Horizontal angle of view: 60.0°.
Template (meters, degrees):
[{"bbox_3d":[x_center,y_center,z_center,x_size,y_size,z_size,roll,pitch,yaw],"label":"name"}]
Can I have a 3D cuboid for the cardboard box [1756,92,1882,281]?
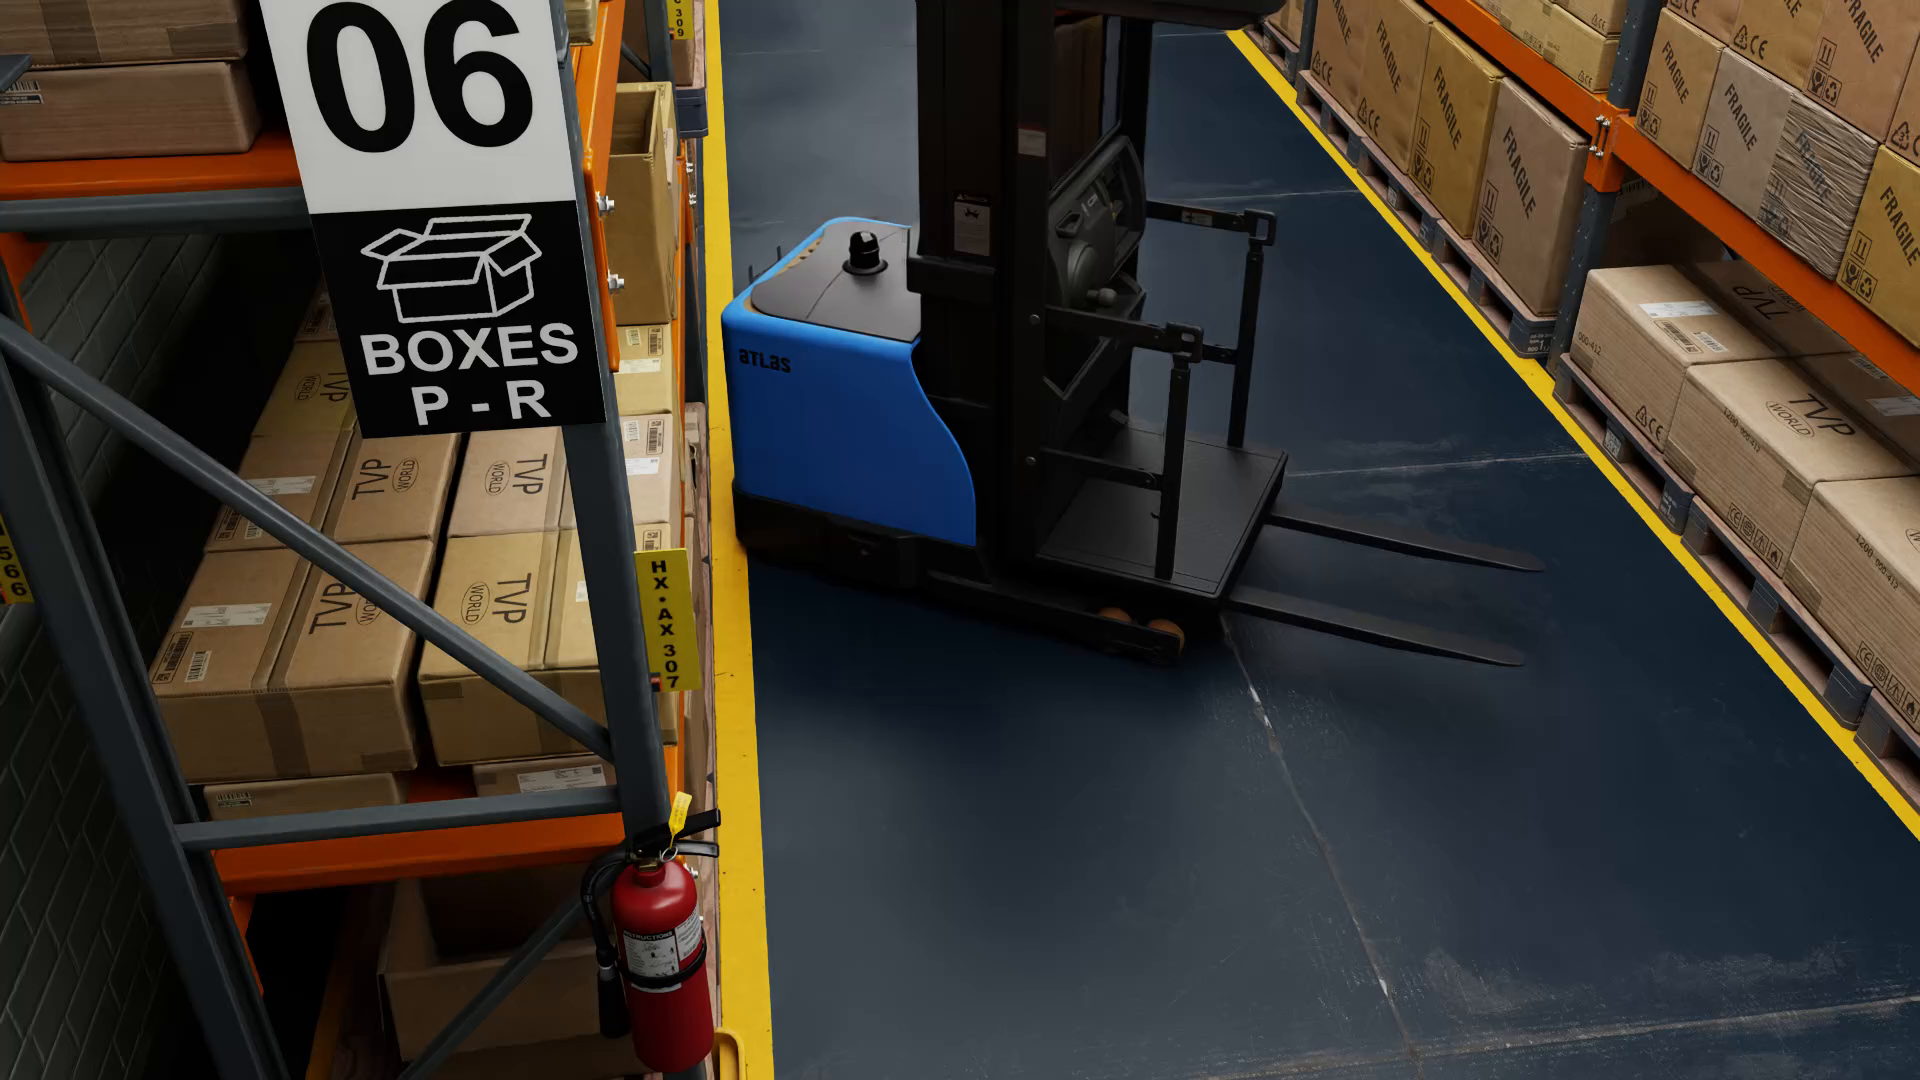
[{"bbox_3d":[3.226,-1.258,5.844,0.500,0.500,0.500,-4,34,-6],"label":"cardboard box"}]

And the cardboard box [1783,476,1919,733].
[{"bbox_3d":[3.516,0.189,5.711,0.875,0.438,0.875,-3,34,-5],"label":"cardboard box"}]

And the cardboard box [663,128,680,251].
[{"bbox_3d":[-1.228,-1.196,5.711,0.500,0.250,0.500,-4,35,-6],"label":"cardboard box"}]

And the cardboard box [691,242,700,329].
[{"bbox_3d":[-1.462,-1.107,7.558,0.500,0.500,0.500,-3,34,-4],"label":"cardboard box"}]

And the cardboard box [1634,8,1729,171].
[{"bbox_3d":[3.101,-1.817,6.664,0.500,0.500,0.500,-3,34,-5],"label":"cardboard box"}]

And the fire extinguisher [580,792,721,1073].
[{"bbox_3d":[-0.605,0.786,3.333,0.296,0.674,0.183,-4,35,-6],"label":"fire extinguisher"}]

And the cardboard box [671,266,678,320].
[{"bbox_3d":[-1.141,-0.841,5.544,0.380,0.149,0.250,-5,35,-7],"label":"cardboard box"}]

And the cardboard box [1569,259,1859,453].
[{"bbox_3d":[3.276,-0.814,7.183,0.875,0.438,0.875,-5,35,-7],"label":"cardboard box"}]

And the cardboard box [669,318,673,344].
[{"bbox_3d":[-1.106,-0.630,4.880,0.500,0.250,0.500,-5,35,-8],"label":"cardboard box"}]

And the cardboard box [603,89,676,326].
[{"bbox_3d":[-1.078,-0.929,4.653,0.500,0.500,0.500,-4,34,-5],"label":"cardboard box"}]

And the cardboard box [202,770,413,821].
[{"bbox_3d":[-1.393,0.492,3.588,0.380,0.149,0.250,-5,35,-7],"label":"cardboard box"}]

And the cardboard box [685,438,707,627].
[{"bbox_3d":[-1.287,0.004,5.927,0.700,0.500,0.500,-6,35,-8],"label":"cardboard box"}]

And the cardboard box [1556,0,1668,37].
[{"bbox_3d":[2.998,-2.430,7.341,0.500,0.250,0.500,-4,35,-6],"label":"cardboard box"}]

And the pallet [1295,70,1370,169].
[{"bbox_3d":[2.791,-2.692,10.512,1.003,0.211,1.213,-4,35,-6],"label":"pallet"}]

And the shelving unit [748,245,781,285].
[{"bbox_3d":[-0.717,-0.778,7.092,0.210,0.900,0.258,16,37,22],"label":"shelving unit"}]

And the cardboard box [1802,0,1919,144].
[{"bbox_3d":[3.241,-1.659,5.544,0.500,0.500,0.500,-4,34,-5],"label":"cardboard box"}]

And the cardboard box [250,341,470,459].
[{"bbox_3d":[-1.537,-0.310,4.410,0.500,0.250,0.500,-3,34,-5],"label":"cardboard box"}]

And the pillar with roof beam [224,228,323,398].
[{"bbox_3d":[1.846,-4.028,4.670,9.100,9.000,0.400,-4,35,-6],"label":"pillar with roof beam"}]

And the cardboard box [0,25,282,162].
[{"bbox_3d":[-1.355,-0.744,2.738,0.380,0.149,0.250,-3,34,-5],"label":"cardboard box"}]

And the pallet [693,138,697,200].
[{"bbox_3d":[-2.095,-2.340,9.996,1.003,0.211,1.213,-4,35,-6],"label":"pallet"}]

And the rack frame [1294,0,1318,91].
[{"bbox_3d":[2.760,-4.290,10.381,1.000,3.000,0.127,-4,35,-6],"label":"rack frame"}]

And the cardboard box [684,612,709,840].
[{"bbox_3d":[-1.147,0.583,5.077,0.700,0.500,0.500,-3,34,-4],"label":"cardboard box"}]

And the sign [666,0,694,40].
[{"bbox_3d":[-1.084,-2.083,6.374,0.100,0.325,0.005,-4,35,-6],"label":"sign"}]

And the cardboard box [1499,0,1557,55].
[{"bbox_3d":[2.920,-2.511,7.904,0.500,0.250,0.500,-5,35,-7],"label":"cardboard box"}]

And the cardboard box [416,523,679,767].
[{"bbox_3d":[-0.876,0.218,3.636,0.500,0.250,0.500,-4,34,-6],"label":"cardboard box"}]

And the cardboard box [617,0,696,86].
[{"bbox_3d":[-1.464,-2.181,6.826,0.700,0.500,0.500,-4,34,-5],"label":"cardboard box"}]

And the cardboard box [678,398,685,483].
[{"bbox_3d":[-0.979,-0.271,4.707,0.380,0.149,0.250,-5,35,-8],"label":"cardboard box"}]

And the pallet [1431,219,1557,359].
[{"bbox_3d":[3.119,-1.330,8.514,1.003,0.211,1.213,-4,35,-6],"label":"pallet"}]

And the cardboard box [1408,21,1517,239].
[{"bbox_3d":[3.006,-2.197,8.823,0.875,0.875,0.875,-3,34,-5],"label":"cardboard box"}]

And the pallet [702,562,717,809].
[{"bbox_3d":[-1.362,0.538,5.773,1.003,0.211,1.213,-4,35,-6],"label":"pallet"}]

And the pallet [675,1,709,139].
[{"bbox_3d":[-1.620,-2.054,7.272,1.003,0.211,1.213,-4,35,-6],"label":"pallet"}]

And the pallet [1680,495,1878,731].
[{"bbox_3d":[3.490,0.207,6.259,1.003,0.211,1.213,-4,35,-6],"label":"pallet"}]

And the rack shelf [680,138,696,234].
[{"bbox_3d":[-1.889,-2.498,8.391,1.077,0.370,4.000,-4,35,-6],"label":"rack shelf"}]

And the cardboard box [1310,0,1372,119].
[{"bbox_3d":[2.770,-3.194,10.286,0.875,0.875,0.875,-5,35,-7],"label":"cardboard box"}]

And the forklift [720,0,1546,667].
[{"bbox_3d":[0.669,-1.095,5.755,3.031,2.935,1.130,13,36,19],"label":"forklift"}]

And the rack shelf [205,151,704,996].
[{"bbox_3d":[-1.351,-0.266,5.116,1.077,0.370,4.000,-4,35,-6],"label":"rack shelf"}]

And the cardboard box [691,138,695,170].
[{"bbox_3d":[-1.758,-2.261,9.251,0.500,0.500,0.500,-3,34,-4],"label":"cardboard box"}]

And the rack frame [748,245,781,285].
[{"bbox_3d":[-0.808,-0.803,7.130,0.006,0.900,0.240,16,37,22],"label":"rack frame"}]

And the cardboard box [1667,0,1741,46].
[{"bbox_3d":[3.122,-2.228,6.379,0.500,0.500,0.500,-4,34,-6],"label":"cardboard box"}]

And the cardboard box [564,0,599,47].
[{"bbox_3d":[-0.871,-1.016,2.783,0.500,0.250,0.500,-5,35,-7],"label":"cardboard box"}]

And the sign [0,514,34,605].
[{"bbox_3d":[-1.635,-0.026,2.815,0.100,0.325,0.005,-4,35,-6],"label":"sign"}]

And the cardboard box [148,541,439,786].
[{"bbox_3d":[-1.407,0.255,3.581,0.500,0.250,0.500,-3,34,-5],"label":"cardboard box"}]

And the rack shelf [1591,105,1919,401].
[{"bbox_3d":[3.567,-0.644,5.671,1.077,0.370,4.000,-4,35,-6],"label":"rack shelf"}]

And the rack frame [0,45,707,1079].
[{"bbox_3d":[-1.082,0.552,3.276,1.000,3.000,0.127,-4,35,-6],"label":"rack frame"}]
